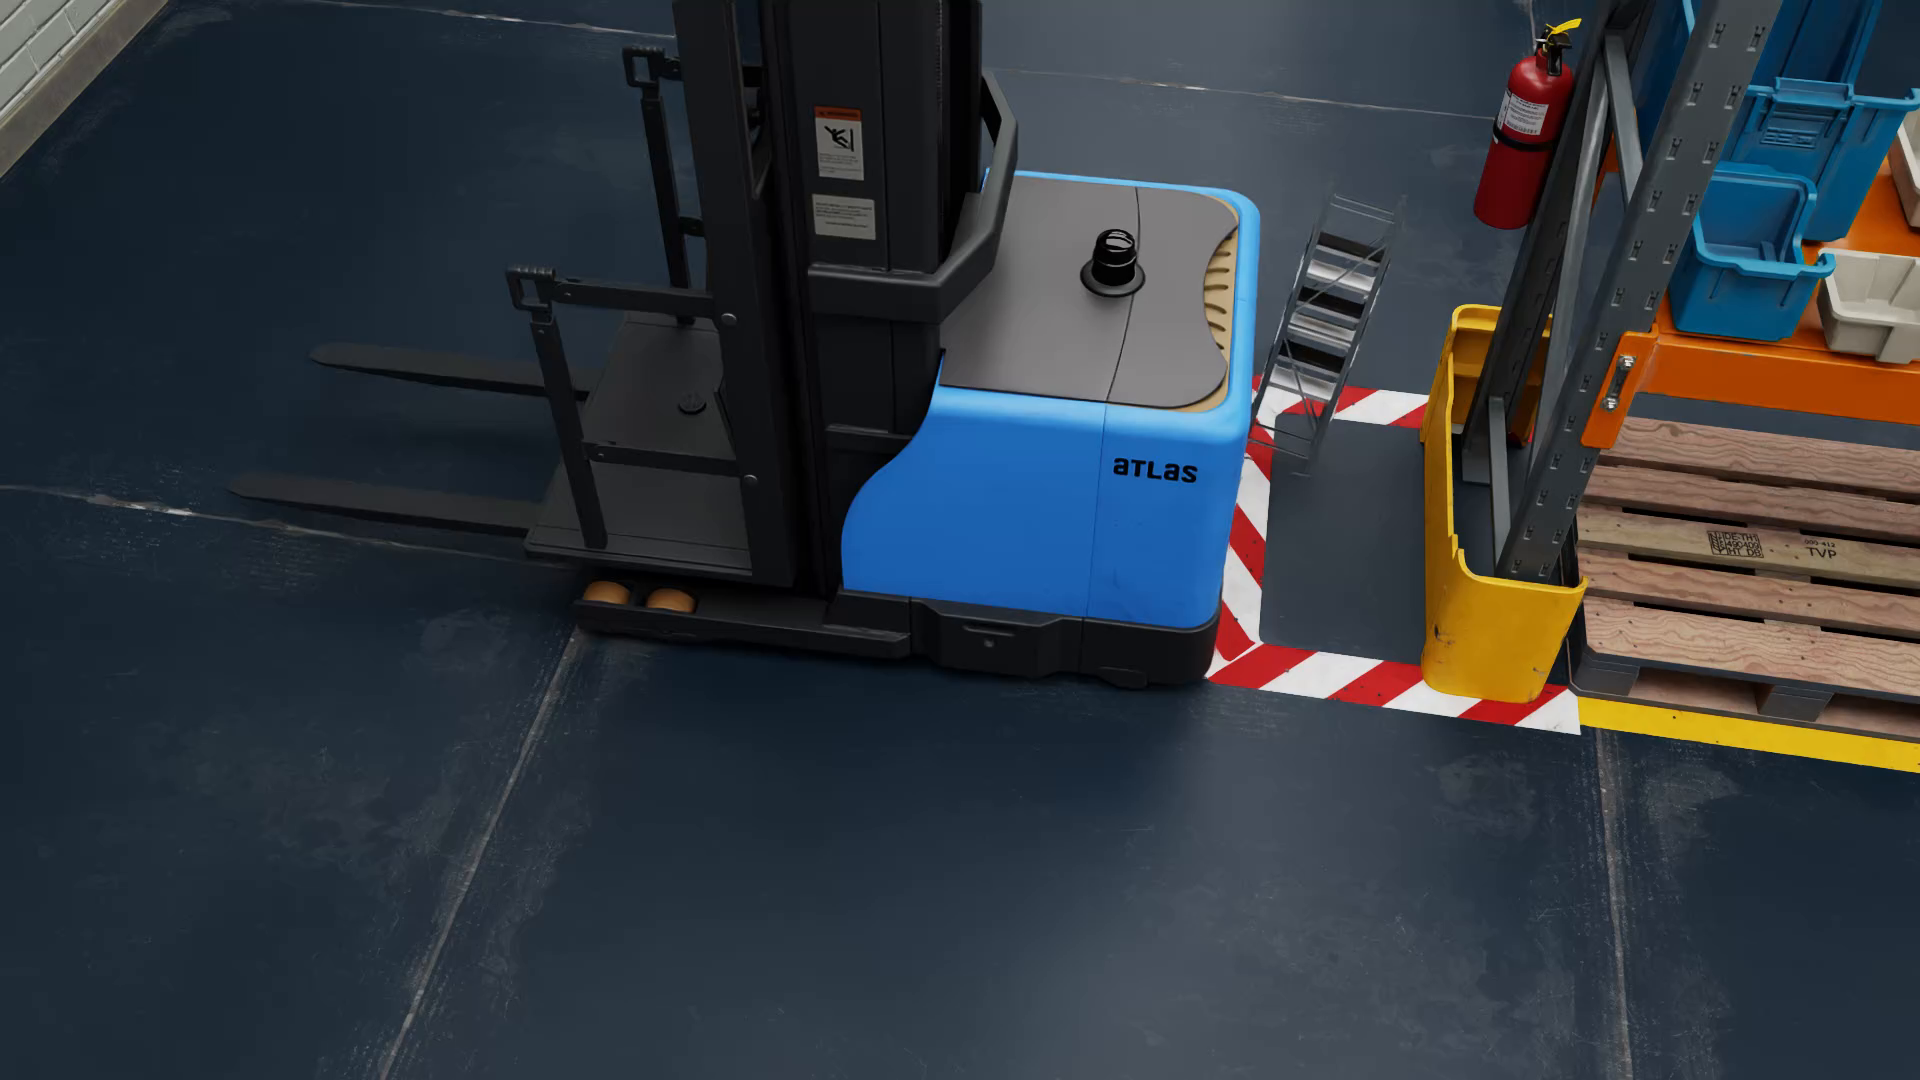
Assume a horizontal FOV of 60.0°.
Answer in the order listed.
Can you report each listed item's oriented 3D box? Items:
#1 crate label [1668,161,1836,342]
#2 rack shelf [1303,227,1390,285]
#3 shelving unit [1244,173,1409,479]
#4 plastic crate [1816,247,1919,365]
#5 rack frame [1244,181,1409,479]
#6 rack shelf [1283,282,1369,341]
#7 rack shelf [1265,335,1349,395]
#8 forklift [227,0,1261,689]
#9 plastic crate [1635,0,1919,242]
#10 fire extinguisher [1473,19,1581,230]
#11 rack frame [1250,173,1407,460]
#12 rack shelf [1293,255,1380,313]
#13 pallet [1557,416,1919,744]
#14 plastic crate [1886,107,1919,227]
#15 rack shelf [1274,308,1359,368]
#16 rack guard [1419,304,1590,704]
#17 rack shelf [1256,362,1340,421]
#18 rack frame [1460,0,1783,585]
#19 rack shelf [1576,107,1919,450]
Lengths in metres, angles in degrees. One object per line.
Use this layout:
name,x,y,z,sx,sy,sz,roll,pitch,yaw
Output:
crate label,1.831,-0.666,3.904,0.303,0.233,0.416,8,49,7
rack shelf,1.195,-0.880,5.144,0.258,0.077,0.200,19,22,7
shelving unit,1.135,-0.668,5.232,0.258,0.900,0.210,19,22,7
plastic crate,2.132,-0.531,3.847,0.298,0.136,0.250,8,49,7
rack frame,1.112,-0.636,5.138,0.240,0.900,0.006,19,22,7
rack shelf,1.149,-0.719,5.211,0.258,0.077,0.200,19,22,7
rack shelf,1.103,-0.558,5.277,0.258,0.077,0.200,19,22,7
forklift,-0.701,-1.060,4.232,3.031,2.935,1.130,6,48,6
plastic crate,2.010,-1.100,4.158,0.499,0.435,0.616,8,49,7
fire extinguisher,1.579,-1.178,4.594,0.183,0.674,0.296,8,49,7
rack frame,1.157,-0.701,5.326,0.240,0.900,0.006,19,22,7
rack shelf,1.172,-0.799,5.178,0.258,0.077,0.200,19,22,7
pallet,2.452,0.094,5.024,1.213,0.211,1.003,8,49,7
plastic crate,2.482,-0.932,4.208,0.243,0.136,0.396,8,49,7
rack shelf,1.126,-0.639,5.244,0.258,0.077,0.200,19,22,7
rack guard,1.621,-0.134,5.034,0.348,0.500,1.175,8,49,7
rack shelf,1.080,-0.478,5.311,0.258,0.077,0.200,19,22,7
rack frame,1.647,-0.976,4.110,0.127,3.000,1.000,8,49,7
rack shelf,3.615,-0.471,4.140,4.000,0.370,1.077,8,49,7
